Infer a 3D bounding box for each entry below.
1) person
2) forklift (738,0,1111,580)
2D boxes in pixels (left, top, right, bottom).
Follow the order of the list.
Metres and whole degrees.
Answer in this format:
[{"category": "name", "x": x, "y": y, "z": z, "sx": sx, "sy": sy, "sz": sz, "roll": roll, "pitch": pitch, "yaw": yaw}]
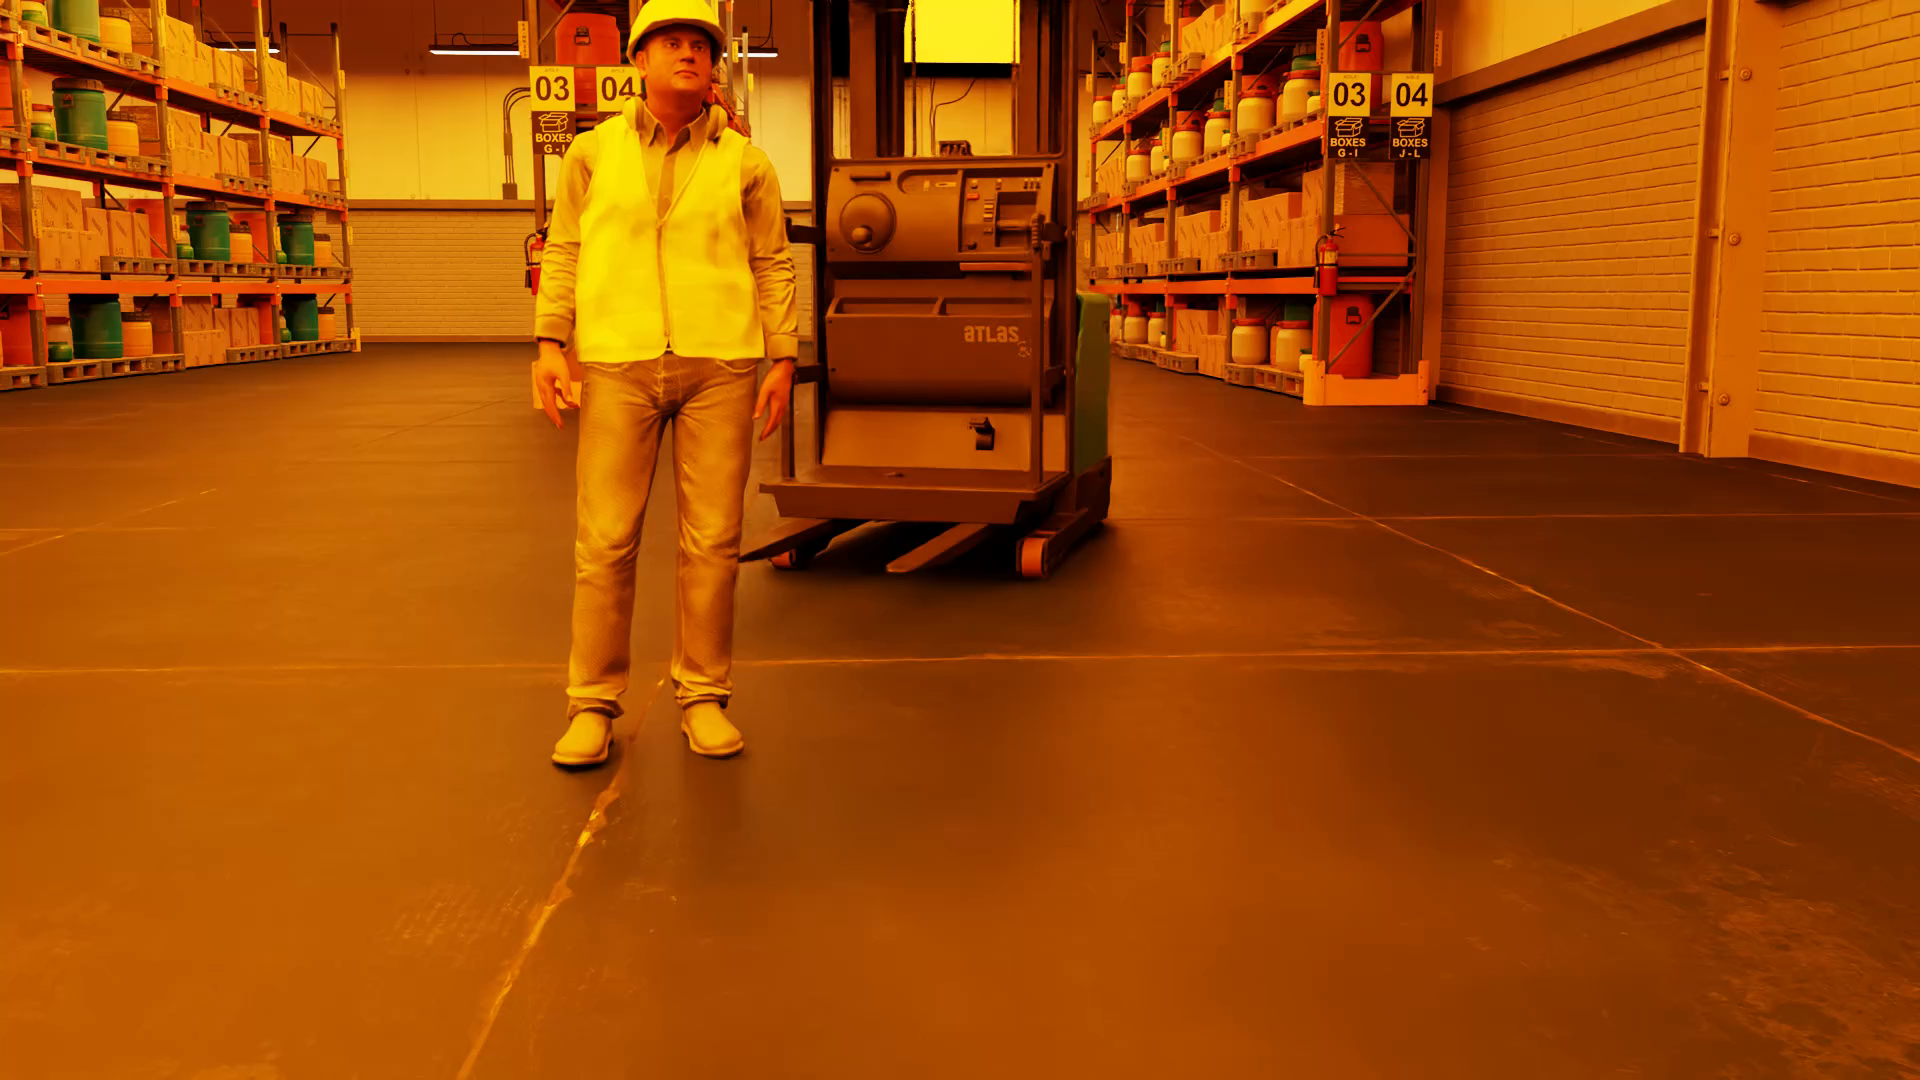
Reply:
[{"category": "person", "x": -0.686, "y": -0.393, "z": 3.922, "sx": 0.619, "sy": 1.785, "sz": 0.528, "roll": -1, "pitch": 9, "yaw": -10}, {"category": "forklift", "x": -0.131, "y": -1.359, "z": 6.482, "sx": 1.130, "sy": 2.935, "sz": 3.031, "roll": 2, "pitch": 9, "yaw": 14}]
